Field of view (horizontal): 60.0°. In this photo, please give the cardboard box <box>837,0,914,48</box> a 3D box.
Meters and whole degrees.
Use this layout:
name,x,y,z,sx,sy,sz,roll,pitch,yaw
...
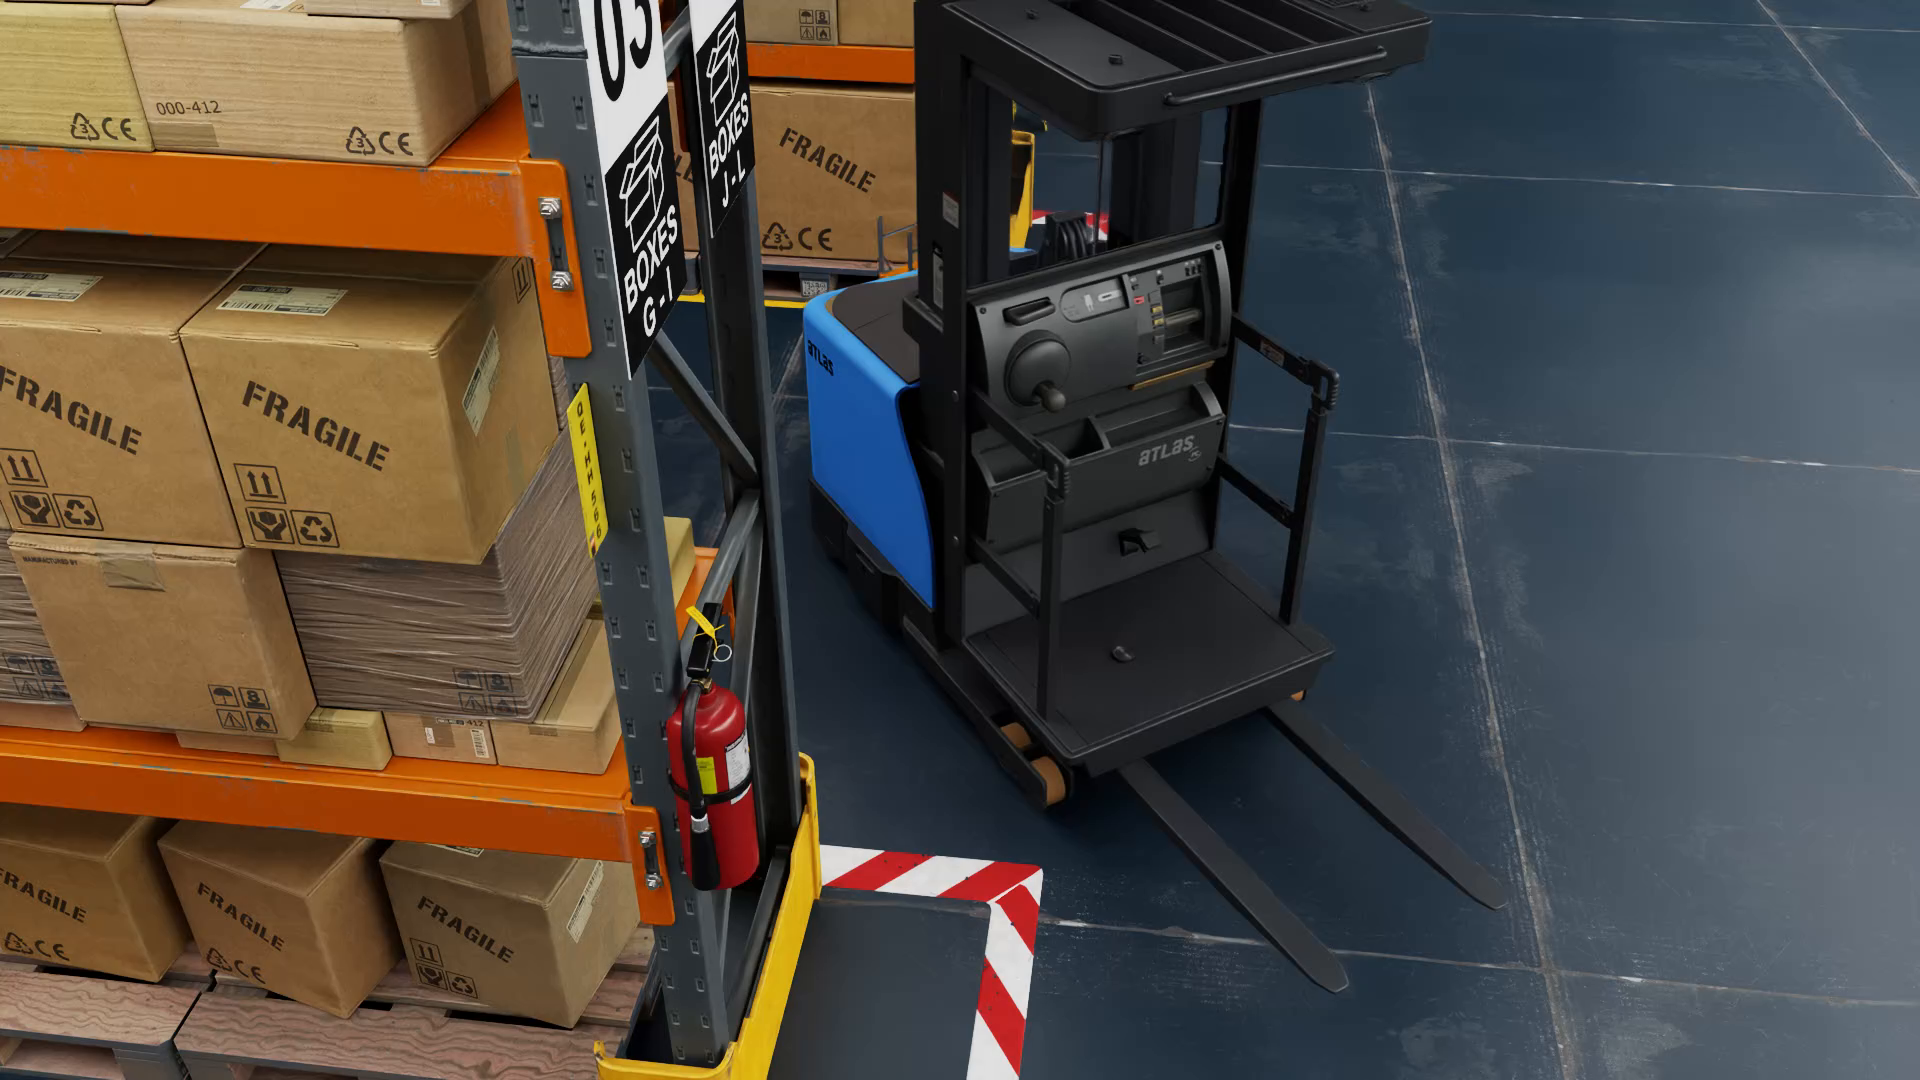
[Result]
name,x,y,z,sx,sy,sz,roll,pitch,yaw
cardboard box,-0.238,-2.756,7.900,0.550,0.550,0.875,4,36,6

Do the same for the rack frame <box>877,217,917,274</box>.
name,x,y,z,sx,sy,sz,roll,pitch,yaw
rack frame,-0.227,-0.800,6.838,0.240,1.200,0.006,-27,43,-32

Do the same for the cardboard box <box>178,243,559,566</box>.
name,x,y,z,sx,sy,sz,roll,pitch,yaw
cardboard box,-1.173,-0.310,3.400,0.500,0.500,0.500,4,36,6

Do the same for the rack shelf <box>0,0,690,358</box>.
name,x,y,z,sx,sy,sz,roll,pitch,yaw
rack shelf,-2.580,-0.919,3.493,4.000,0.370,1.077,4,36,6

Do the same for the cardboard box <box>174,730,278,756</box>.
name,x,y,z,sx,sy,sz,roll,pitch,yaw
cardboard box,-1.653,0.322,3.933,0.250,0.149,0.380,4,36,6

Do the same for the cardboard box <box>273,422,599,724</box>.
name,x,y,z,sx,sy,sz,roll,pitch,yaw
cardboard box,-1.138,-0.061,3.912,0.500,0.500,0.875,4,36,6

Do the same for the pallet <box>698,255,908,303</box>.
name,x,y,z,sx,sy,sz,roll,pitch,yaw
pallet,-0.667,-1.573,8.772,1.213,0.211,1.003,4,36,6

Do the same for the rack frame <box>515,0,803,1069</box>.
name,x,y,z,sx,sy,sz,roll,pitch,yaw
rack frame,-0.596,0.157,3.948,0.127,3.000,1.000,4,36,6

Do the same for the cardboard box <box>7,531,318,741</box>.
name,x,y,z,sx,sy,sz,roll,pitch,yaw
cardboard box,-1.649,-0.029,3.867,0.500,0.500,0.875,4,36,6

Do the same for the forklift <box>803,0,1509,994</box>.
name,x,y,z,sx,sy,sz,roll,pitch,yaw
forklift,0.571,-0.615,5.089,1.130,2.935,3.031,-18,39,-24

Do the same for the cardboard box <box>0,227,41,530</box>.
name,x,y,z,sx,sy,sz,roll,pitch,yaw
cardboard box,-2.165,-0.382,3.501,0.500,0.500,0.500,4,36,6

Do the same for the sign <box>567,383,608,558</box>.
name,x,y,z,sx,sy,sz,roll,pitch,yaw
sign,-0.687,-0.125,3.074,0.005,0.325,0.100,4,36,6

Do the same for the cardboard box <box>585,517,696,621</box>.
name,x,y,z,sx,sy,sz,roll,pitch,yaw
cardboard box,-0.848,0.101,4.243,0.250,0.149,0.380,4,36,6

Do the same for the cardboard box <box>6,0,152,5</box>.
name,x,y,z,sx,sy,sz,roll,pitch,yaw
cardboard box,-1.440,-1.050,2.843,0.250,0.149,0.380,3,36,4

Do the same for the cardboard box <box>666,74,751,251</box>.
name,x,y,z,sx,sy,sz,roll,pitch,yaw
cardboard box,-1.418,-2.076,8.544,0.875,0.875,0.875,4,36,5

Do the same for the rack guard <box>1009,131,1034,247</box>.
name,x,y,z,sx,sy,sz,roll,pitch,yaw
rack guard,0.160,-1.674,8.666,0.348,0.500,1.175,4,36,6

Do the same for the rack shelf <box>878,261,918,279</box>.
name,x,y,z,sx,sy,sz,roll,pitch,yaw
rack shelf,-0.167,-1.017,6.598,0.258,0.103,0.180,-27,43,-32

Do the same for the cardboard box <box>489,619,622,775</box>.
name,x,y,z,sx,sy,sz,roll,pitch,yaw
cardboard box,-0.905,0.357,3.884,0.250,0.149,0.380,4,36,6

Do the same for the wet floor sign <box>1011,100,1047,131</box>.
name,x,y,z,sx,sy,sz,roll,pitch,yaw
wet floor sign,0.417,-2.874,10.221,0.232,0.644,0.267,-2,36,-2

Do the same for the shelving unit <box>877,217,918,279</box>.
name,x,y,z,sx,sy,sz,roll,pitch,yaw
shelving unit,-0.167,-0.760,6.782,0.258,1.200,0.189,-27,43,-32

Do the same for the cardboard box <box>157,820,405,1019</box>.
name,x,y,z,sx,sy,sz,roll,pitch,yaw
cardboard box,-1.811,0.923,4.665,0.500,0.500,0.500,14,38,18

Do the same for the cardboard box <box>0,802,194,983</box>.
name,x,y,z,sx,sy,sz,roll,pitch,yaw
cardboard box,-2.429,0.866,4.745,0.500,0.500,0.500,7,36,10

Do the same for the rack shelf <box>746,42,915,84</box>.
name,x,y,z,sx,sy,sz,roll,pitch,yaw
rack shelf,-1.848,-2.549,8.358,4.000,0.370,1.077,4,36,6

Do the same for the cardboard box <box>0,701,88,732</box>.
name,x,y,z,sx,sy,sz,roll,pitch,yaw
cardboard box,-2.147,0.274,4.000,0.250,0.149,0.380,4,36,6

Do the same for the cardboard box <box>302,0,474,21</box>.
name,x,y,z,sx,sy,sz,roll,pitch,yaw
cardboard box,-0.911,-1.006,2.781,0.250,0.149,0.380,4,36,6

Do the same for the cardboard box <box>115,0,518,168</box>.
name,x,y,z,sx,sy,sz,roll,pitch,yaw
cardboard box,-1.107,-0.892,2.965,0.500,0.250,0.500,5,36,7

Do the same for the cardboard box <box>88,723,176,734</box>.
name,x,y,z,sx,sy,sz,roll,pitch,yaw
cardboard box,-1.896,0.280,3.992,0.250,0.149,0.380,4,36,6

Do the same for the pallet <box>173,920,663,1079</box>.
name,x,y,z,sx,sy,sz,roll,pitch,yaw
pallet,-1.473,1.206,4.879,1.213,0.211,1.003,4,36,6

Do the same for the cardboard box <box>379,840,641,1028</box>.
name,x,y,z,sx,sy,sz,roll,pitch,yaw
cardboard box,-1.213,0.948,4.630,0.500,0.500,0.500,11,37,15

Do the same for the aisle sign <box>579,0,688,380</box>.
name,x,y,z,sx,sy,sz,roll,pitch,yaw
aisle sign,-0.573,-0.724,2.944,0.004,0.787,0.394,4,36,6

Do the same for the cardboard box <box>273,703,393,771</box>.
name,x,y,z,sx,sy,sz,roll,pitch,yaw
cardboard box,-1.407,0.349,3.895,0.250,0.149,0.380,4,36,6

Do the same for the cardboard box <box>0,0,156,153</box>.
name,x,y,z,sx,sy,sz,roll,pitch,yaw
cardboard box,-1.602,-0.928,3.015,0.500,0.250,0.500,4,36,6

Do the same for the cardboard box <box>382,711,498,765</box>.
name,x,y,z,sx,sy,sz,roll,pitch,yaw
cardboard box,-1.153,0.338,3.910,0.250,0.149,0.380,4,36,6

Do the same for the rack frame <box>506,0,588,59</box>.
name,x,y,z,sx,sy,sz,roll,pitch,yaw
rack frame,-0.596,-2.285,2.205,0.127,3.000,1.000,4,36,6

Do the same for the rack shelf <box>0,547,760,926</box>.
name,x,y,z,sx,sy,sz,roll,pitch,yaw
rack shelf,-2.580,0.302,4.364,4.000,0.370,1.077,4,36,6

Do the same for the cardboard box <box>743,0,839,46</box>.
name,x,y,z,sx,sy,sz,roll,pitch,yaw
cardboard box,-0.786,-2.784,7.940,0.550,0.550,0.875,4,36,6

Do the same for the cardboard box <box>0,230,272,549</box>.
name,x,y,z,sx,sy,sz,roll,pitch,yaw
cardboard box,-1.670,-0.344,3.447,0.500,0.500,0.500,4,36,6

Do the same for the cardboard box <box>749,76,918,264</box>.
name,x,y,z,sx,sy,sz,roll,pitch,yaw
cardboard box,-0.545,-2.012,8.454,0.875,0.875,0.875,4,36,6

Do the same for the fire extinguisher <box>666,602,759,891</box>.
name,x,y,z,sx,sy,sz,roll,pitch,yaw
fire extinguisher,-0.541,0.462,3.587,0.183,0.674,0.296,4,36,6

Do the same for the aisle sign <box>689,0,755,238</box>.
name,x,y,z,sx,sy,sz,roll,pitch,yaw
aisle sign,-0.496,-1.070,3.429,0.004,0.787,0.394,4,36,6

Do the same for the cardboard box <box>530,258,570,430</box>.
name,x,y,z,sx,sy,sz,roll,pitch,yaw
cardboard box,-1.107,-0.610,3.819,0.500,0.500,0.500,4,36,6

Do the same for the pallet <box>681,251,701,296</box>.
name,x,y,z,sx,sy,sz,roll,pitch,yaw
pallet,-1.874,-1.664,8.900,1.213,0.211,1.003,4,36,6

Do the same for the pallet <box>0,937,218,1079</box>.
name,x,y,z,sx,sy,sz,roll,pitch,yaw
pallet,-2.679,1.114,5.007,1.213,0.211,1.003,4,36,6

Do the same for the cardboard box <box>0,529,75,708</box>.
name,x,y,z,sx,sy,sz,roll,pitch,yaw
cardboard box,-2.140,-0.091,3.953,0.500,0.500,0.875,4,36,6

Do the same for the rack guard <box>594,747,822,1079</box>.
name,x,y,z,sx,sy,sz,roll,pitch,yaw
rack guard,-0.671,1.169,4.682,0.348,0.500,1.175,4,36,6

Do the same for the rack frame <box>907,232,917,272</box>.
name,x,y,z,sx,sy,sz,roll,pitch,yaw
rack frame,-0.108,-0.719,6.725,0.240,1.200,0.006,-27,43,-32
